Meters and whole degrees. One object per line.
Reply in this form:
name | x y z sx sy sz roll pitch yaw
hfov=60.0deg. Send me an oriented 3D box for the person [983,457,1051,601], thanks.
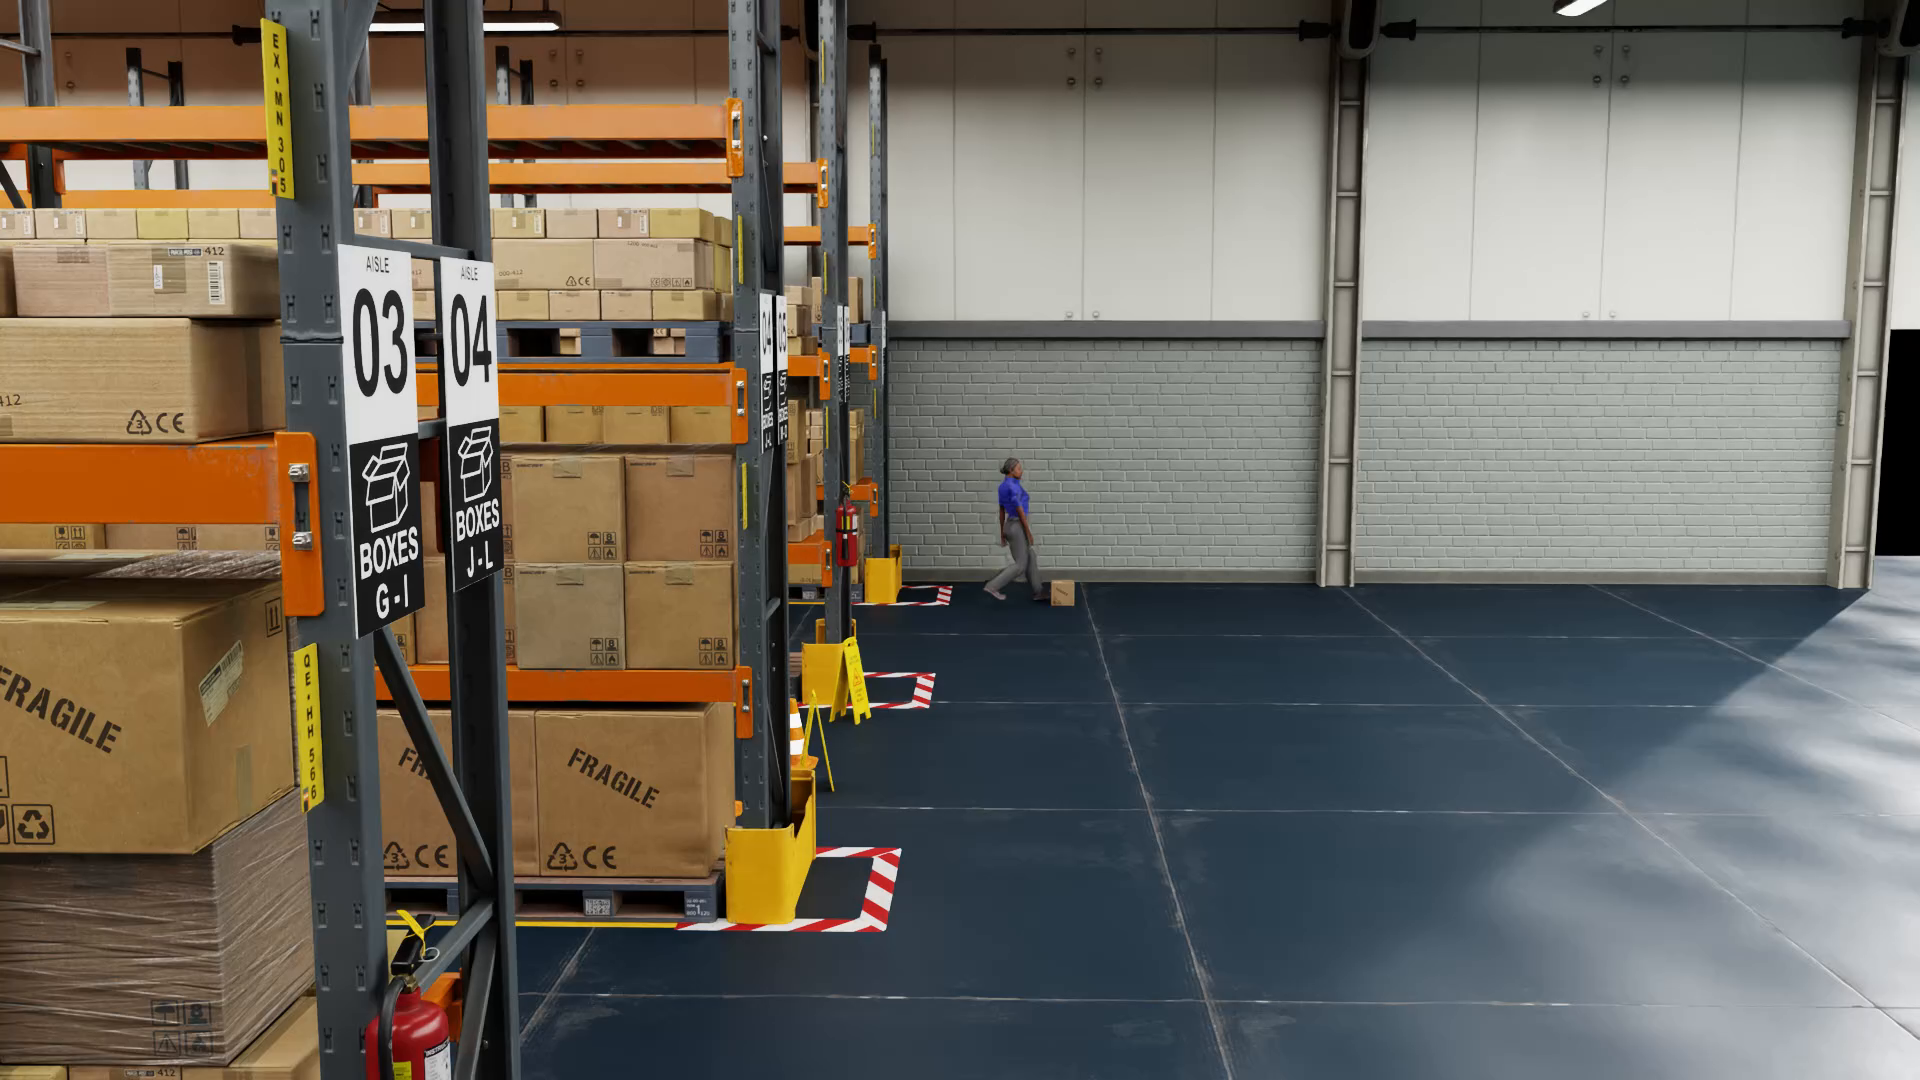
person | 0.659 -0.103 18.241 0.957 1.607 0.485 -2 8 -18
